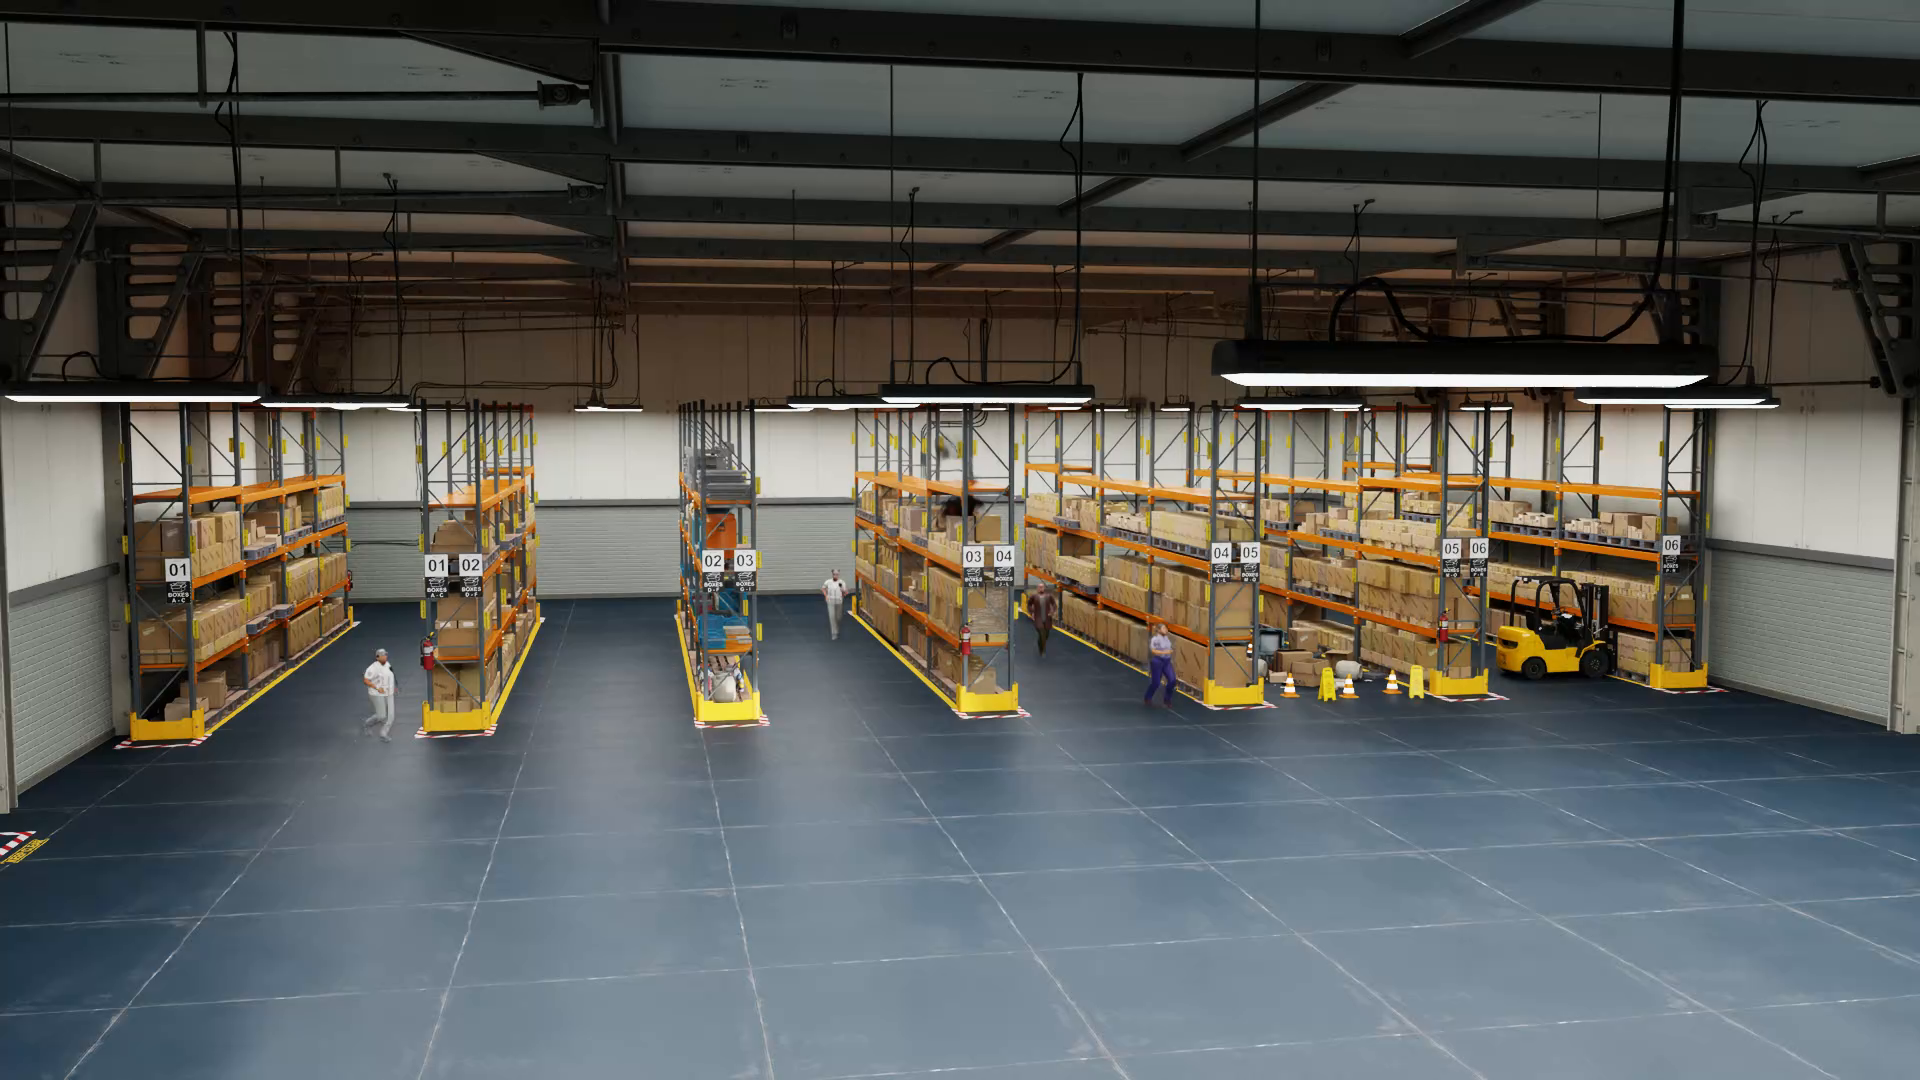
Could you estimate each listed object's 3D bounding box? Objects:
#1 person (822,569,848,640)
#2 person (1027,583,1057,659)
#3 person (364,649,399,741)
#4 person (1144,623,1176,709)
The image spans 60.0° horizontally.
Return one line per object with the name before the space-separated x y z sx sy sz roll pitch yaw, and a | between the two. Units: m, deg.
person | -3.200 1.623 42.702 0.664 1.791 0.943 -1 4 -8
person | 1.941 1.890 39.301 0.704 1.772 0.836 0 4 -7
person | -10.178 2.713 29.174 0.561 1.622 0.569 2 5 30
person | 3.904 2.471 32.434 0.647 1.723 0.715 -4 6 -44
